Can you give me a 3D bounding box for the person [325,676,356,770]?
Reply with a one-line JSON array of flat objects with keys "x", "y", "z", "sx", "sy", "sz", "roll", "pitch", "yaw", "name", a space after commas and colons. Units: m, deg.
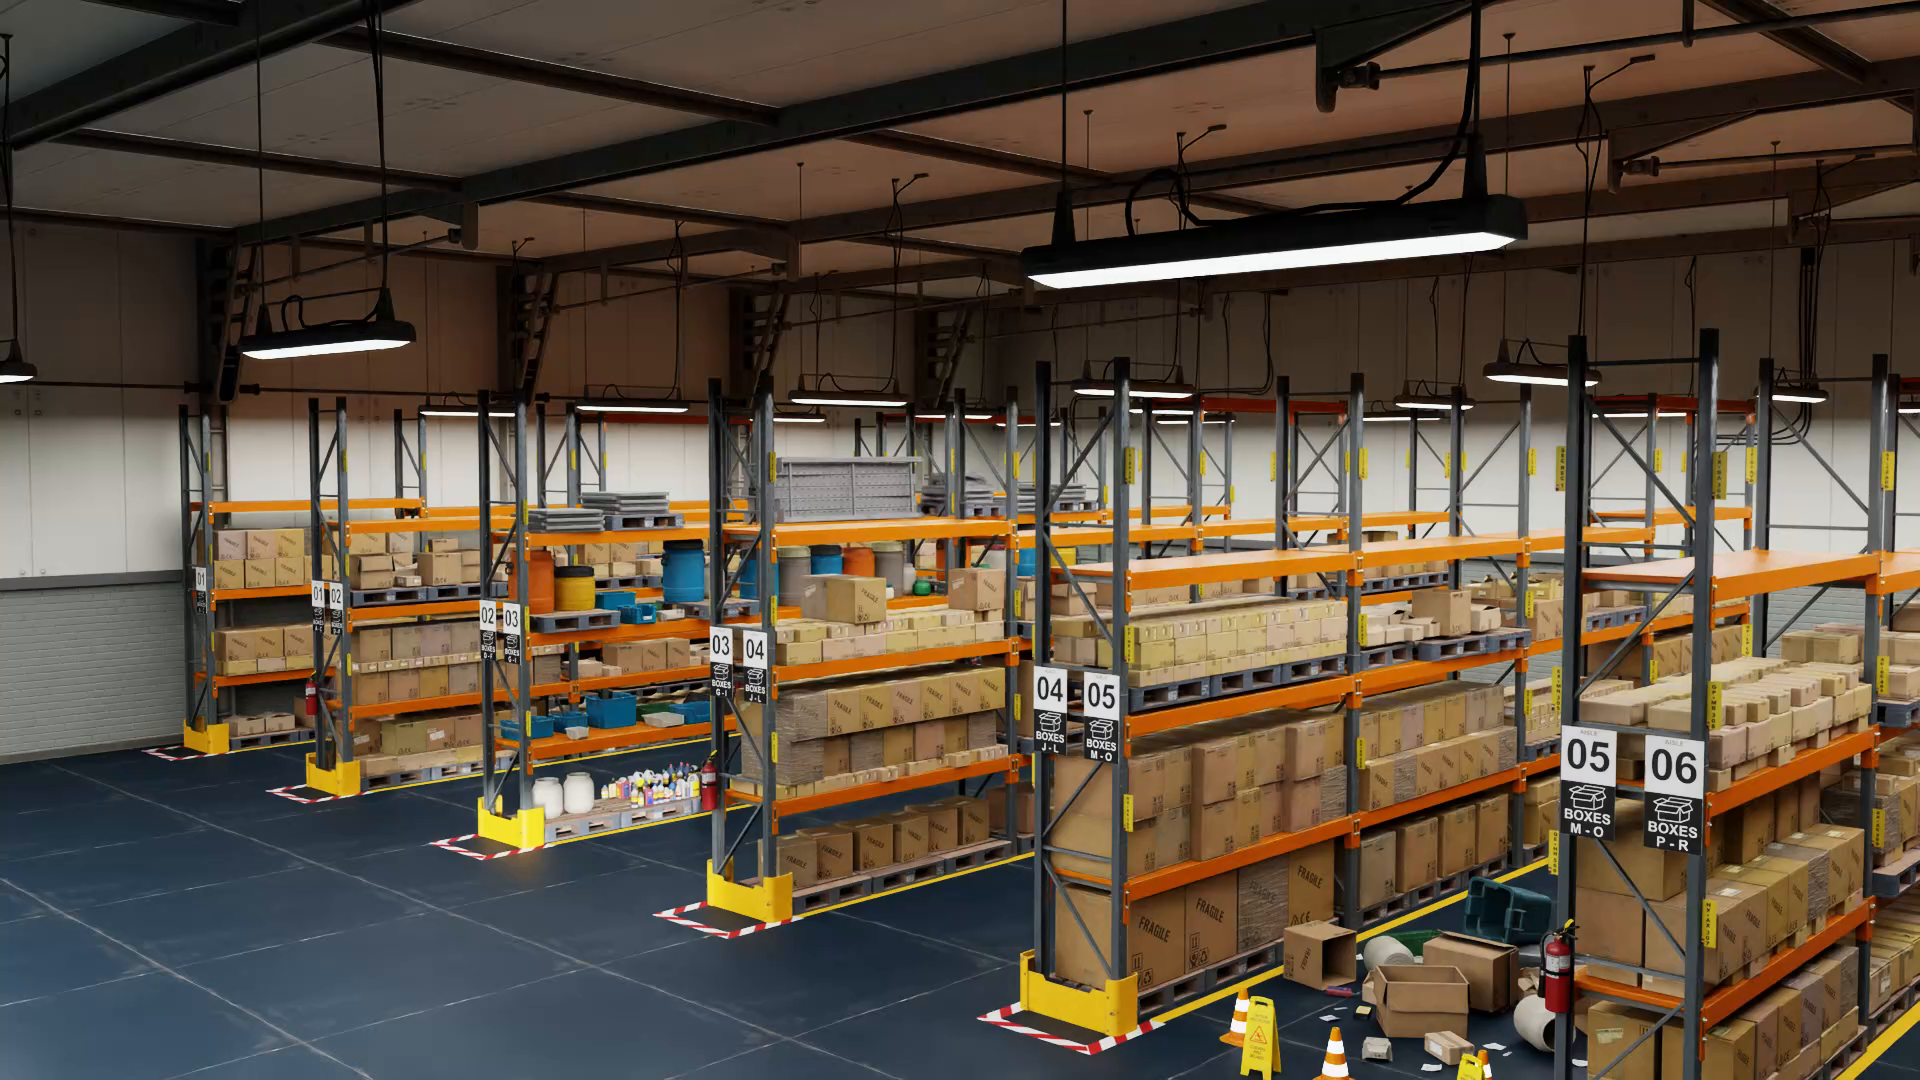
[{"x": -10.156, "y": 2.861, "z": 27.239, "sx": 0.676, "sy": 1.757, "sz": 0.931, "roll": 1, "pitch": 3, "yaw": 17, "name": "person"}]
